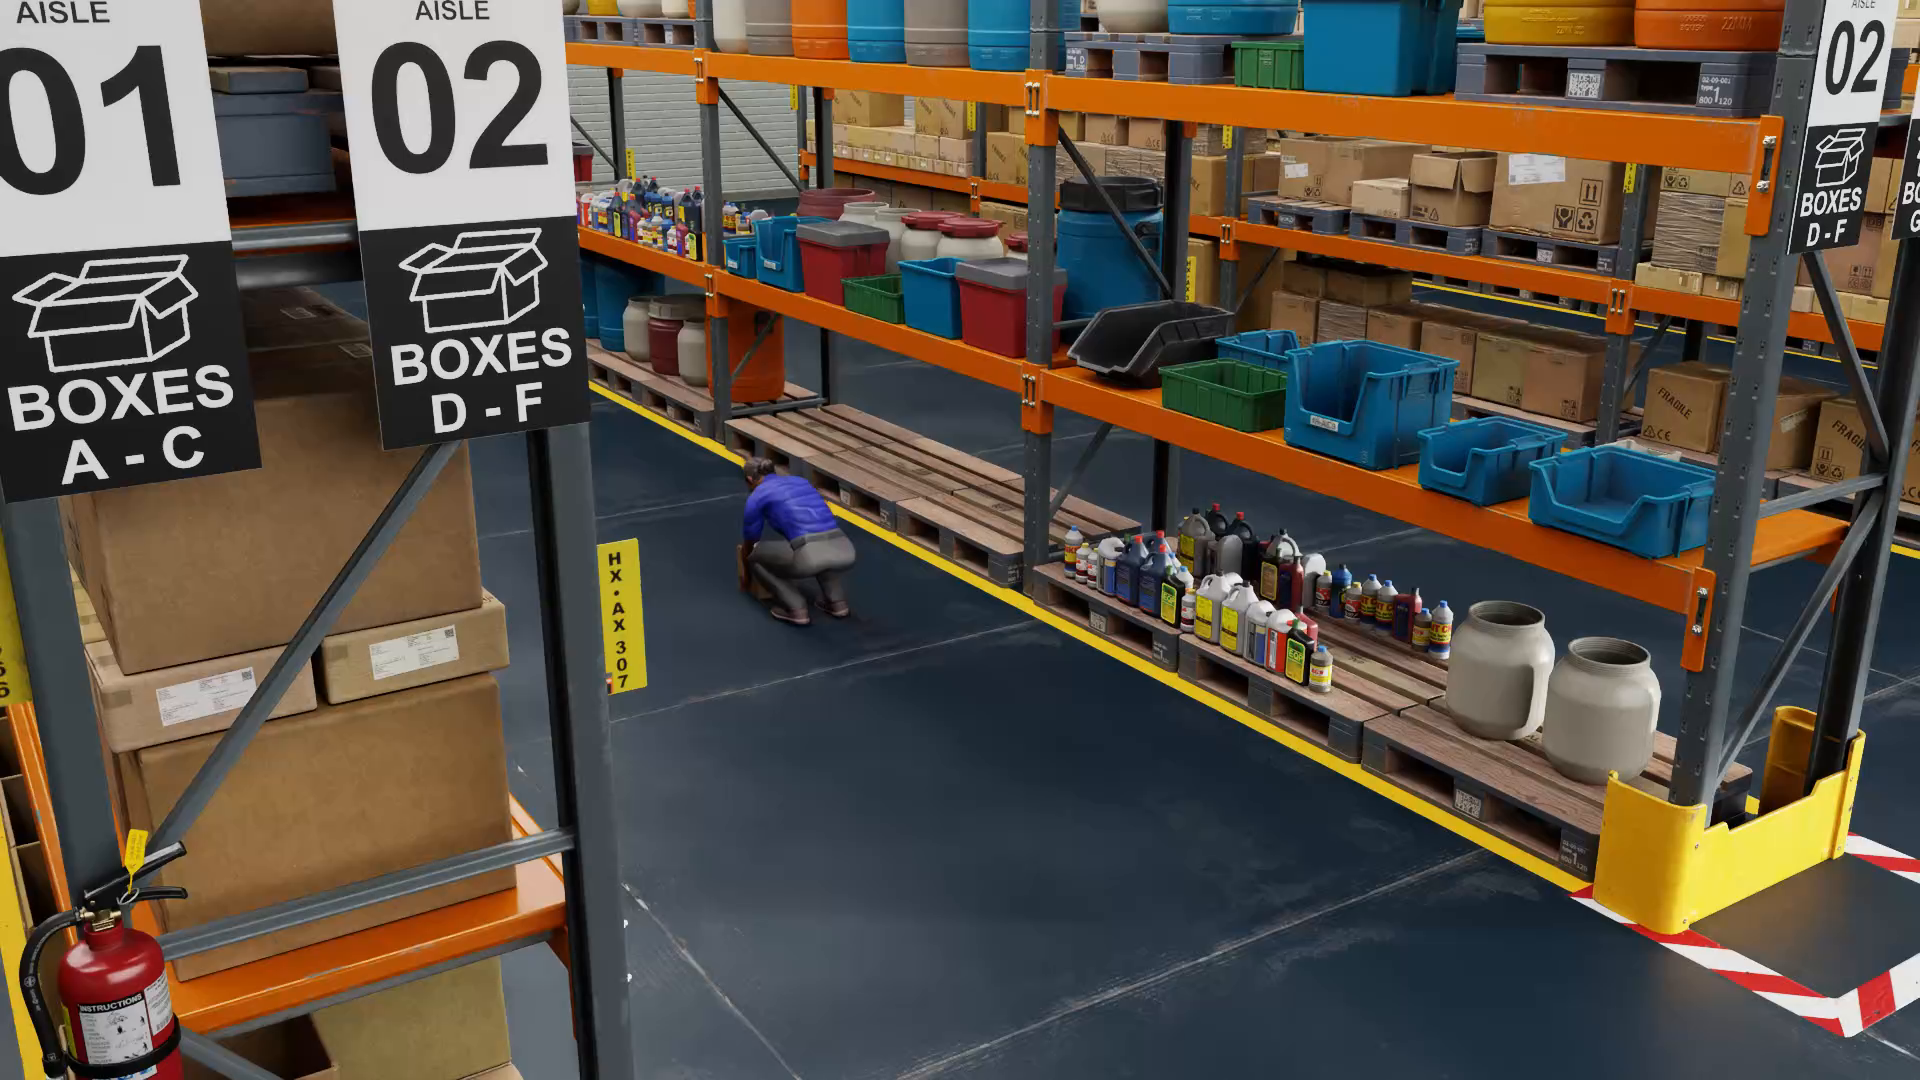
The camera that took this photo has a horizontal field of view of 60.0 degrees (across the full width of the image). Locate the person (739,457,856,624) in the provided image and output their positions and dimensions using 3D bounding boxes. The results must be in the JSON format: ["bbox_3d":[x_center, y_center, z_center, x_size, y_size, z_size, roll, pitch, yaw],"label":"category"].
[{"bbox_3d":[-0.893,-0.003,8.978,0.480,0.810,0.813,-12,21,-31],"label":"person"}]
